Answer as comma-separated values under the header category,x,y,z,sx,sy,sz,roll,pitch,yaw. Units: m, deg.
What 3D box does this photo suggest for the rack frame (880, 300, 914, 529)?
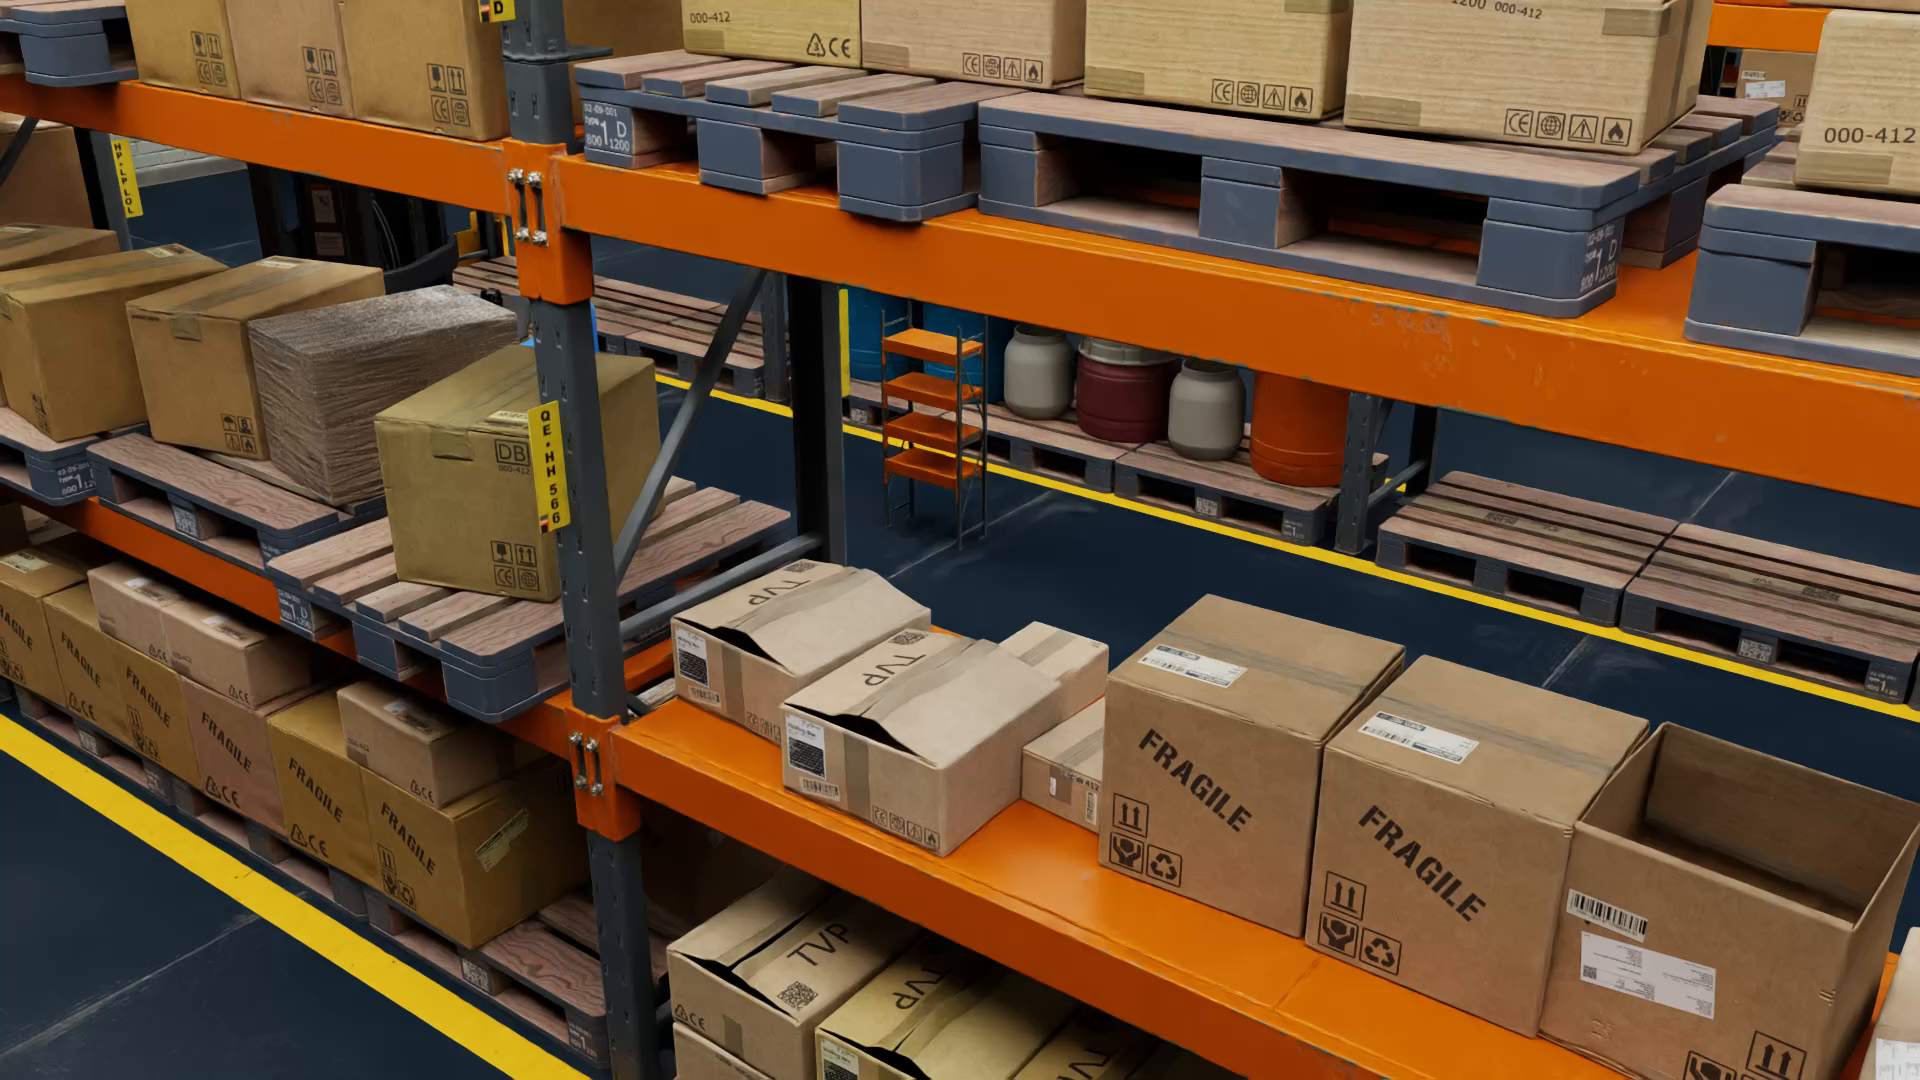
category,x,y,z,sx,sy,sz,roll,pitch,yaw
rack frame,-0.328,-0.648,8.733,0.015,1.200,0.240,17,29,33

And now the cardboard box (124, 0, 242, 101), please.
category,x,y,z,sx,sy,sz,roll,pitch,yaw
cardboard box,-1.884,-1.624,4.871,0.500,0.500,0.910,17,29,33

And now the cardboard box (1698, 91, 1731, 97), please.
category,x,y,z,sx,sy,sz,roll,pitch,yaw
cardboard box,7.194,-4.224,16.265,0.500,0.250,0.500,17,29,34

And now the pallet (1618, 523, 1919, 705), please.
category,x,y,z,sx,sy,sz,roll,pitch,yaw
pallet,3.851,0.312,7.780,1.213,0.211,1.003,17,29,33

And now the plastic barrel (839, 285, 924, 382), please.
category,x,y,z,sx,sy,sz,roll,pitch,yaw
plastic barrel,-0.493,-1.521,10.564,0.708,0.901,0.600,17,29,33

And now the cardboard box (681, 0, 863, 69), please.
category,x,y,z,sx,sy,sz,roll,pitch,yaw
cardboard box,-0.294,-1.266,3.849,0.500,0.250,0.500,14,28,29

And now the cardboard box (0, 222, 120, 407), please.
category,x,y,z,sx,sy,sz,roll,pitch,yaw
cardboard box,-3.647,-0.880,6.382,0.500,0.500,0.700,7,25,16

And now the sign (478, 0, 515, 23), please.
category,x,y,z,sx,sy,sz,roll,pitch,yaw
sign,-1.018,-1.296,3.611,0.005,0.325,0.100,17,29,33

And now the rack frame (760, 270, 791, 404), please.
category,x,y,z,sx,sy,sz,roll,pitch,yaw
rack frame,-0.918,-2.426,10.536,0.127,3.000,1.000,17,29,33

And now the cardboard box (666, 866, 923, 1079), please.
category,x,y,z,sx,sy,sz,roll,pitch,yaw
cardboard box,-0.448,1.169,4.570,0.500,0.311,0.500,18,29,35

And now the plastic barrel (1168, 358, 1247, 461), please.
category,x,y,z,sx,sy,sz,roll,pitch,yaw
plastic barrel,1.376,-0.733,9.258,0.421,0.512,0.421,0,24,0

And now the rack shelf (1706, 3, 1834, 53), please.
category,x,y,z,sx,sy,sz,roll,pitch,yaw
rack shelf,3.883,-2.019,6.783,4.000,0.370,1.077,17,29,33

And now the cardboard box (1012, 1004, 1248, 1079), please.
category,x,y,z,sx,sy,sz,roll,pitch,yaw
cardboard box,0.384,1.418,4.006,0.500,0.311,0.500,16,28,32

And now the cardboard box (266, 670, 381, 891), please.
category,x,y,z,sx,sy,sz,roll,pitch,yaw
cardboard box,-1.994,0.805,5.757,0.500,0.500,0.500,16,28,31

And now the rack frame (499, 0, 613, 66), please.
category,x,y,z,sx,sy,sz,roll,pitch,yaw
rack frame,-0.691,-2.607,3.506,0.127,3.000,1.000,17,29,33

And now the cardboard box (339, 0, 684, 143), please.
category,x,y,z,sx,sy,sz,roll,pitch,yaw
cardboard box,-1.060,-1.375,4.306,0.500,0.500,0.910,17,29,33

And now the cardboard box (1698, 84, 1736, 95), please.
category,x,y,z,sx,sy,sz,roll,pitch,yaw
cardboard box,7.497,-4.392,16.646,0.500,0.250,0.500,16,29,33

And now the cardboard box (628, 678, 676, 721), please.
category,x,y,z,sx,sy,sz,roll,pitch,yaw
cardboard box,-1.306,0.754,5.873,0.500,0.500,0.500,16,28,31

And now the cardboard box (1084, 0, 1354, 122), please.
category,x,y,z,sx,sy,sz,roll,pitch,yaw
cardboard box,0.587,-1.003,3.252,0.500,0.250,0.500,16,28,32

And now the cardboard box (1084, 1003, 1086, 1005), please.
category,x,y,z,sx,sy,sz,roll,pitch,yaw
cardboard box,0.296,1.119,4.685,0.500,0.311,0.500,16,29,33

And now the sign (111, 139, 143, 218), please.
category,x,y,z,sx,sy,sz,roll,pitch,yaw
sign,-3.562,-1.539,7.086,0.005,0.325,0.100,17,29,33

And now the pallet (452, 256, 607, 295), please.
category,x,y,z,sx,sy,sz,roll,pitch,yaw
pallet,-3.482,-1.905,12.813,1.213,0.211,1.003,17,29,33

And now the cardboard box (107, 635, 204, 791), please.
category,x,y,z,sx,sy,sz,roll,pitch,yaw
cardboard box,-2.822,0.558,6.318,0.500,0.500,0.500,17,29,34

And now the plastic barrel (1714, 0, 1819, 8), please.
category,x,y,z,sx,sy,sz,roll,pitch,yaw
plastic barrel,3.333,-2.601,6.681,0.708,0.830,0.600,17,29,33

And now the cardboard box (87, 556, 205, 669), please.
category,x,y,z,sx,sy,sz,roll,pitch,yaw
cardboard box,-2.851,0.208,6.182,0.500,0.250,0.500,17,29,33

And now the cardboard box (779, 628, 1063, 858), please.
category,x,y,z,sx,sy,sz,roll,pitch,yaw
cardboard box,-0.091,0.458,4.101,0.500,0.311,0.500,16,29,33

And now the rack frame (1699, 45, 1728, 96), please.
category,x,y,z,sx,sy,sz,roll,pitch,yaw
rack frame,5.253,-3.057,11.968,0.127,3.000,1.000,17,29,33

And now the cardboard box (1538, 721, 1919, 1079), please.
category,x,y,z,sx,sy,sz,roll,pitch,yaw
cardboard box,1.484,0.741,3.223,0.500,0.500,0.500,19,30,37

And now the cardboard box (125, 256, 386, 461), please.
category,x,y,z,sx,sy,sz,roll,pitch,yaw
cardboard box,-2.441,-0.660,5.882,0.500,0.500,0.700,9,25,20

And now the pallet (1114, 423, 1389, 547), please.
category,x,y,z,sx,sy,sz,roll,pitch,yaw
pallet,1.627,-0.360,9.305,1.213,0.211,1.003,17,29,33

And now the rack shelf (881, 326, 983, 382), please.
category,x,y,z,sx,sy,sz,roll,pitch,yaw
rack shelf,-0.132,-0.949,8.440,0.480,0.148,0.258,17,29,33

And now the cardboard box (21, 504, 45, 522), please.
category,x,y,z,sx,sy,sz,roll,pitch,yaw
cardboard box,-4.796,-0.111,8.250,0.250,0.166,0.380,17,29,33

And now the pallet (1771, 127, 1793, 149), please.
category,x,y,z,sx,sy,sz,roll,pitch,yaw
pallet,5.887,-2.831,11.693,1.003,0.211,1.213,17,29,33

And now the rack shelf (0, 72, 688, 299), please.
category,x,y,z,sx,sy,sz,roll,pitch,yaw
rack shelf,-2.291,-1.389,5.354,4.000,0.370,1.077,17,29,33

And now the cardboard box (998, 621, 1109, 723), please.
category,x,y,z,sx,sy,sz,roll,pitch,yaw
cardboard box,0.194,0.382,4.475,0.250,0.149,0.380,17,29,33

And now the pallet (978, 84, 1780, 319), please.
category,x,y,z,sx,sy,sz,roll,pitch,yaw
pallet,0.802,-0.743,3.230,1.213,0.211,1.003,18,30,36

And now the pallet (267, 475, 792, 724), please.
category,x,y,z,sx,sy,sz,roll,pitch,yaw
pallet,-1.275,0.085,5.075,1.003,0.211,1.213,17,29,33

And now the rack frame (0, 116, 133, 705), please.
category,x,y,z,sx,sy,sz,roll,pitch,yaw
rack frame,-3.892,-0.829,6.911,0.127,3.000,1.000,17,29,33

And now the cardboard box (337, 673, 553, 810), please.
category,x,y,z,sx,sy,sz,roll,pitch,yaw
cardboard box,-1.628,0.575,5.349,0.500,0.250,0.500,18,30,35

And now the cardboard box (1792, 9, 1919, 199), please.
category,x,y,z,sx,sy,sz,roll,pitch,yaw
cardboard box,1.581,-0.675,2.506,0.500,0.250,0.500,14,27,28

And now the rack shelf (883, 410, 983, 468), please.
category,x,y,z,sx,sy,sz,roll,pitch,yaw
rack shelf,-0.132,-0.528,8.626,0.480,0.148,0.258,17,29,33

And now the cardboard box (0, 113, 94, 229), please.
category,x,y,z,sx,sy,sz,roll,pitch,yaw
cardboard box,-4.100,-1.537,7.154,0.500,0.500,0.500,18,29,35

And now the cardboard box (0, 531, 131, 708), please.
category,x,y,z,sx,sy,sz,roll,pitch,yaw
cardboard box,-3.651,0.309,6.882,0.500,0.500,0.500,15,28,31

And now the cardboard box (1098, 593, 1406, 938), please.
category,x,y,z,sx,sy,sz,roll,pitch,yaw
cardboard box,0.662,0.493,3.787,0.500,0.500,0.500,15,28,31

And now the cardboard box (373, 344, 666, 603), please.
category,x,y,z,sx,sy,sz,roll,pitch,yaw
cardboard box,-1.262,-0.216,4.874,0.500,0.500,0.700,7,25,16

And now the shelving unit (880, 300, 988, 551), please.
category,x,y,z,sx,sy,sz,roll,pitch,yaw
shelving unit,-0.132,-0.589,8.599,0.503,1.200,0.258,17,29,33

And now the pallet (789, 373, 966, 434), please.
category,x,y,z,sx,sy,sz,roll,pitch,yaw
pallet,-0.326,-0.950,10.644,1.213,0.211,1.003,17,29,33

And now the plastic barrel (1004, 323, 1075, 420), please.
category,x,y,z,sx,sy,sz,roll,pitch,yaw
plastic barrel,0.472,-1.006,9.878,0.421,0.512,0.421,0,24,0

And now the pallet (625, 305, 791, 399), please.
category,x,y,z,sx,sy,sz,roll,pitch,yaw
pallet,-1.530,-1.315,11.474,1.213,0.211,1.003,17,29,33

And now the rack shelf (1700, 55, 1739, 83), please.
category,x,y,z,sx,sy,sz,roll,pitch,yaw
rack shelf,6.709,-4.787,16.787,4.000,0.370,1.077,17,29,33

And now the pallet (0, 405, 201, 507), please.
category,x,y,z,sx,sy,sz,roll,pitch,yaw
pallet,-3.318,-0.513,6.431,1.213,0.211,1.003,17,29,33

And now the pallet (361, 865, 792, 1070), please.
category,x,y,z,sx,sy,sz,roll,pitch,yaw
pallet,-1.266,1.222,5.715,1.213,0.211,1.003,17,29,33

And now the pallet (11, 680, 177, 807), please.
category,x,y,z,sx,sy,sz,roll,pitch,yaw
pallet,-3.218,0.632,7.055,1.213,0.211,1.003,17,29,33

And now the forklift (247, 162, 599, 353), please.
category,x,y,z,sx,sy,sz,roll,pitch,yaw
forklift,-3.542,-1.593,8.731,3.031,2.935,1.130,4,24,9
